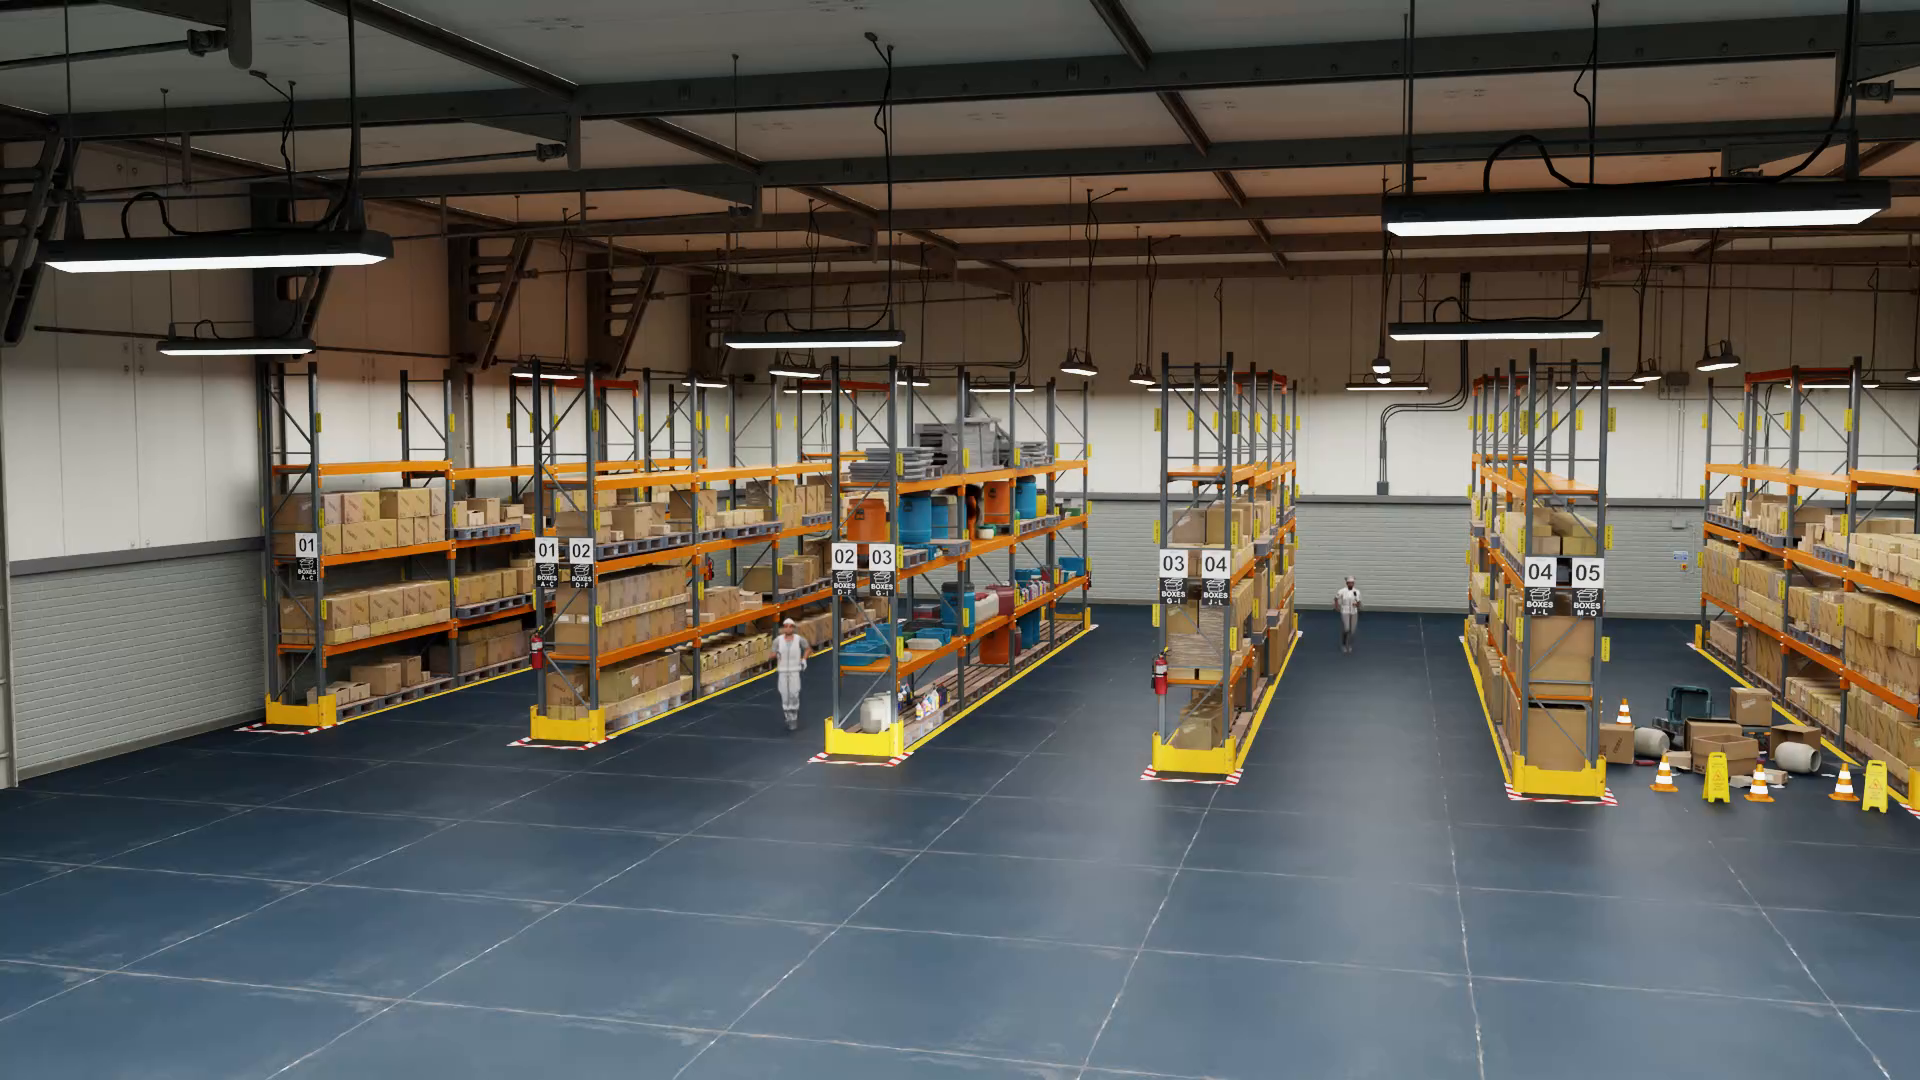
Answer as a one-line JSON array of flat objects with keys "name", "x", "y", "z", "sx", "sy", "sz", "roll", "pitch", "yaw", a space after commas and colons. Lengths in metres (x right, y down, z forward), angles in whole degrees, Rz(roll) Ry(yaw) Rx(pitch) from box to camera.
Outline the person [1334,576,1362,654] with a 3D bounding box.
[{"name": "person", "x": 8.438, "y": 1.622, "z": 36.076, "sx": 0.547, "sy": 1.702, "sz": 0.681, "roll": 0, "pitch": 4, "yaw": 1}]

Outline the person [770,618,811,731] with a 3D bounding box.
[{"name": "person", "x": -2.790, "y": 2.198, "z": 27.205, "sx": 0.630, "sy": 1.832, "sz": 0.708, "roll": 0, "pitch": 4, "yaw": 2}]

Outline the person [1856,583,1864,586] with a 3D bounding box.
[{"name": "person", "x": 18.092, "y": 1.766, "z": 33.540, "sx": 0.637, "sy": 1.793, "sz": 0.702, "roll": 0, "pitch": 4, "yaw": 2}]
